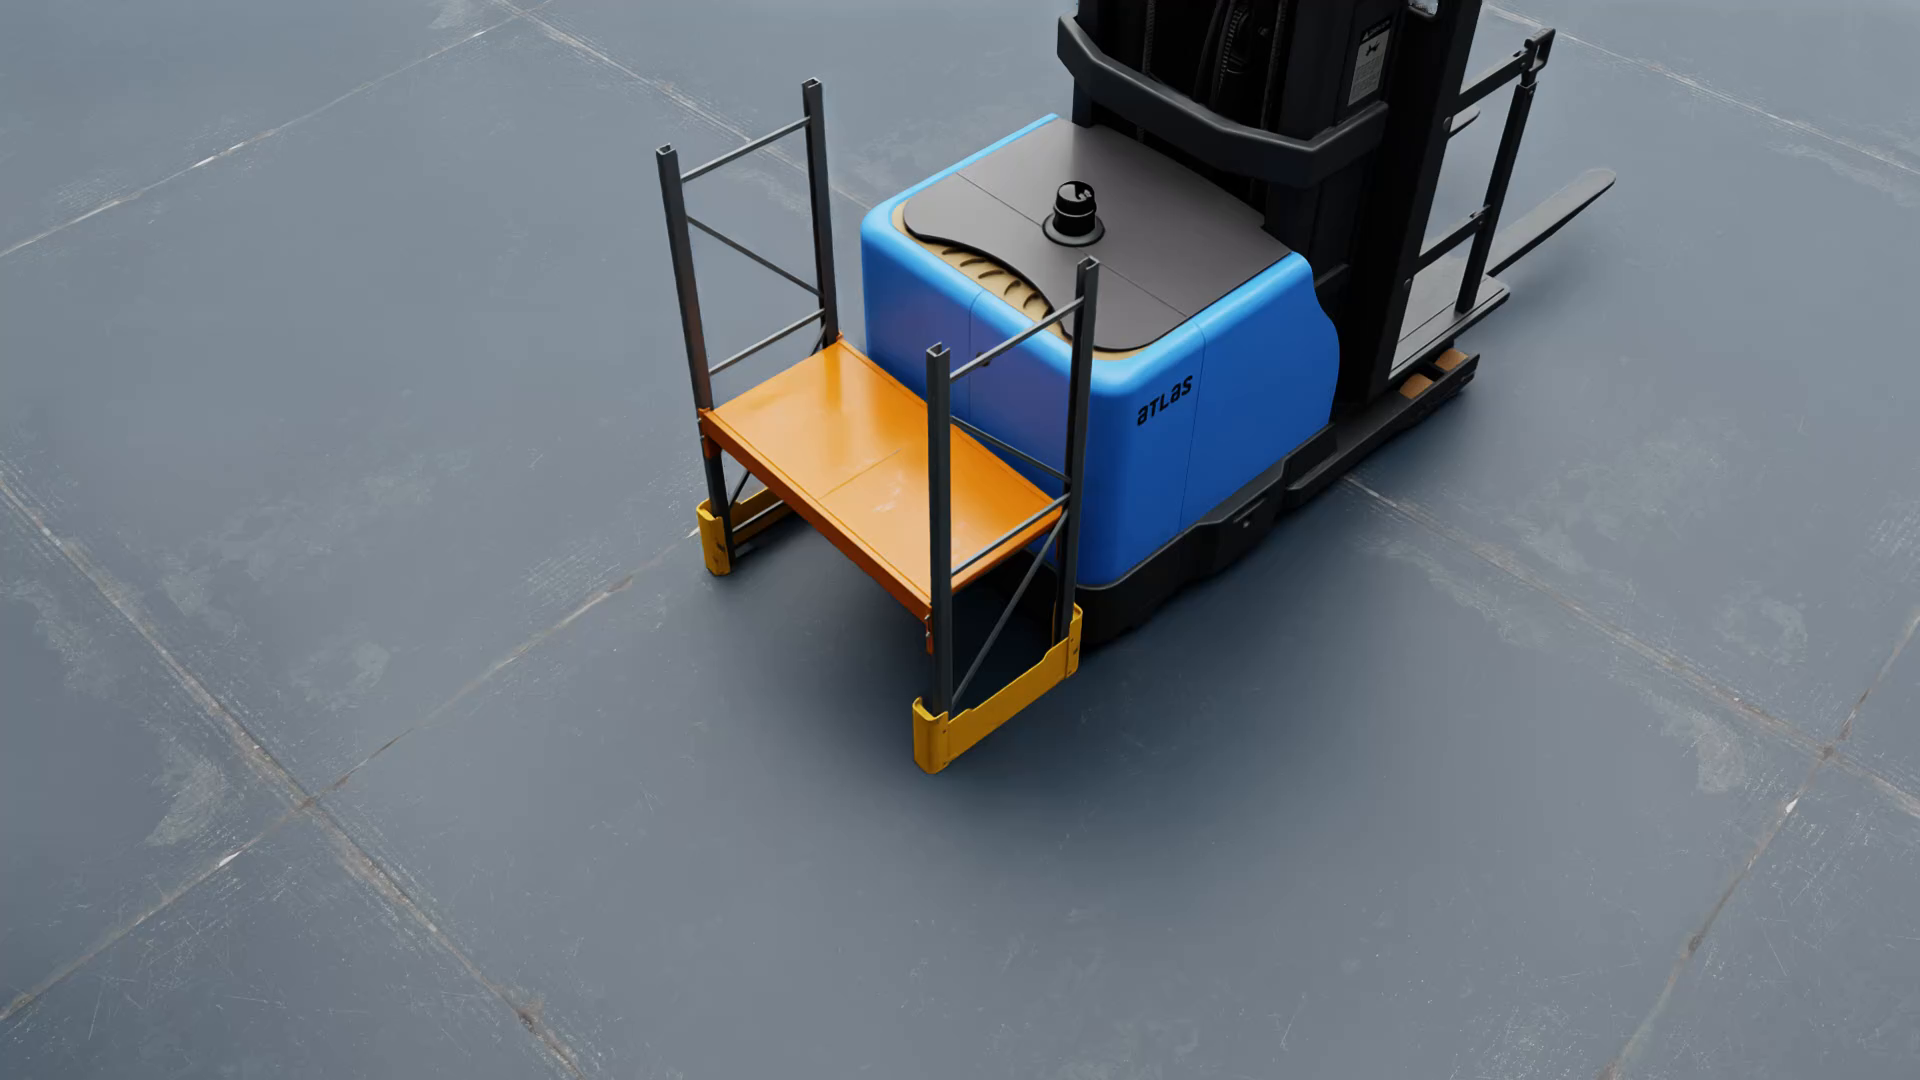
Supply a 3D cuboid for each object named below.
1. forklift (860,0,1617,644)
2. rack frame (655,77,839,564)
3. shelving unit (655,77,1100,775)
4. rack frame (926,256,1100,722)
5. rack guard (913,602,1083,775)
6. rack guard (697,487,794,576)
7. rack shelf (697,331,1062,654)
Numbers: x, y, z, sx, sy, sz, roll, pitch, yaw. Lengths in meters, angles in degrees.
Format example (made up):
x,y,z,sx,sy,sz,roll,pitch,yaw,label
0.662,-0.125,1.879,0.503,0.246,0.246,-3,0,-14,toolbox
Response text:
x,y,z,sx,sy,sz,roll,pitch,yaw,label
1.127,-1.649,4.787,3.031,2.935,1.130,-34,55,-28,forklift
-0.555,-0.560,4.747,0.500,1.500,0.032,-33,55,-27,rack frame
-0.222,-0.289,4.493,0.587,1.500,1.083,-33,55,-27,shelving unit
0.123,-0.008,4.228,0.500,1.500,0.032,-33,55,-27,rack frame
0.110,0.410,4.694,0.587,0.250,0.087,-33,55,-27,rack guard
-0.554,-0.132,5.202,0.587,0.250,0.087,-33,55,-27,rack guard
-0.216,-0.161,4.619,0.538,0.185,1.000,-33,55,-27,rack shelf
